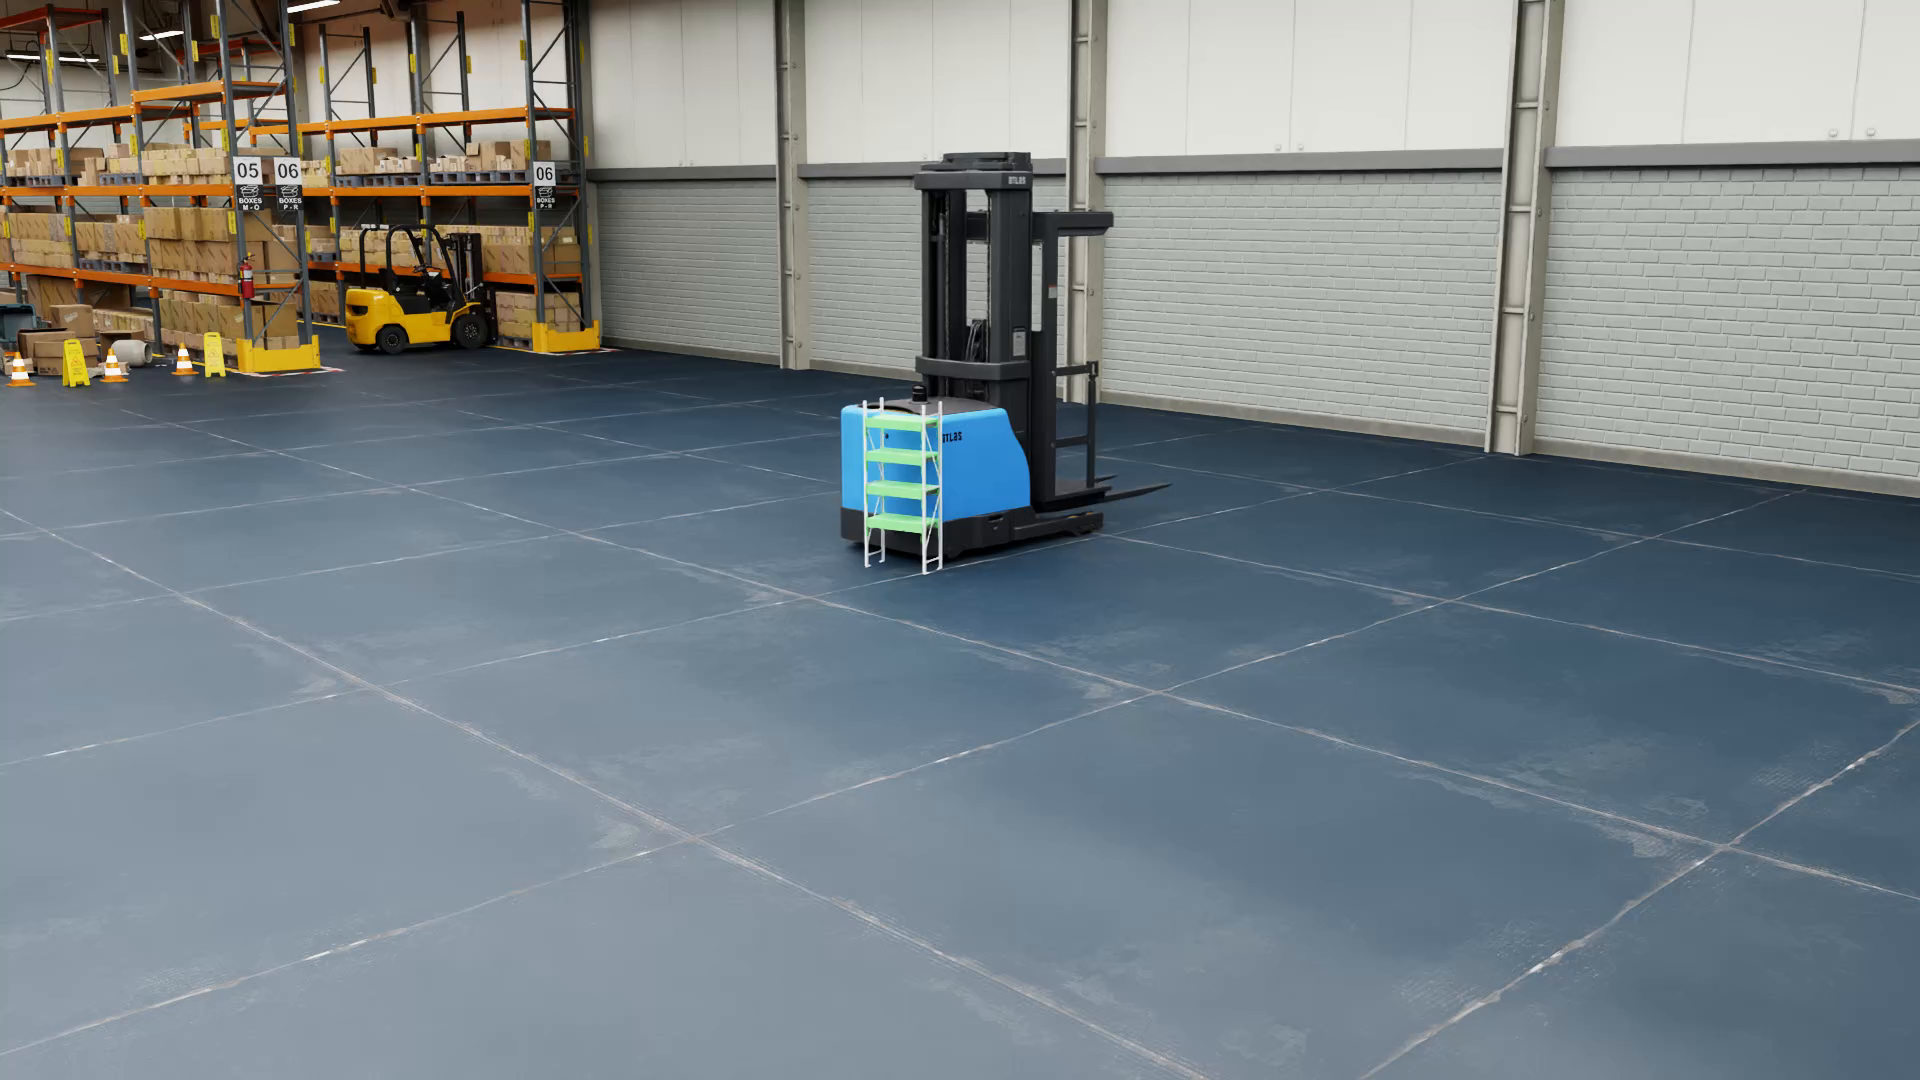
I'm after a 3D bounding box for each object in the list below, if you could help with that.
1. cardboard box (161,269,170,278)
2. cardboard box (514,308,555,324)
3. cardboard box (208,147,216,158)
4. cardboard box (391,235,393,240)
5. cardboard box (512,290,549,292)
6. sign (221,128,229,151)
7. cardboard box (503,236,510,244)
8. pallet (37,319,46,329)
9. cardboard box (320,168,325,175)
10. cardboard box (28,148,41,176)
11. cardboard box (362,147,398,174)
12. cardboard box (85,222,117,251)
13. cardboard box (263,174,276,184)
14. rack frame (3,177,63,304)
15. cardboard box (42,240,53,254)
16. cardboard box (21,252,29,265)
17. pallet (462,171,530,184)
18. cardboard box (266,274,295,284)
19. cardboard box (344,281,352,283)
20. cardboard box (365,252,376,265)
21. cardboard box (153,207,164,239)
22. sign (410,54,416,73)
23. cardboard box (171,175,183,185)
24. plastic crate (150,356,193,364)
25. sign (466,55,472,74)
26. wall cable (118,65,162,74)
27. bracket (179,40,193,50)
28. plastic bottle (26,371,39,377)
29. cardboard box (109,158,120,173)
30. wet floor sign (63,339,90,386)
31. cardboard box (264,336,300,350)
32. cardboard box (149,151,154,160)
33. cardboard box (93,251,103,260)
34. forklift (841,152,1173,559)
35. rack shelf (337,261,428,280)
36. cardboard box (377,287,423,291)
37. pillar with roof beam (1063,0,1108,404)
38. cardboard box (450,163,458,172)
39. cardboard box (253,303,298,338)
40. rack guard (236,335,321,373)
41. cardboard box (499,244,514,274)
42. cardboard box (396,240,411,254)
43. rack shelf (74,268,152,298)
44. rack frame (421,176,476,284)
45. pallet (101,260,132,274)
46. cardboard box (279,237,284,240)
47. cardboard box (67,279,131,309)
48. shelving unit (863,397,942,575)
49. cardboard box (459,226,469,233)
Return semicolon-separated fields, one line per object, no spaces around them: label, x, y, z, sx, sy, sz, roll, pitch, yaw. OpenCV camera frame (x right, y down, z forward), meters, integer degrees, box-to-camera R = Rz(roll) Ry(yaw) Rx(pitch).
cardboard box;-13.023;-4.435;27.627;0.380;0.149;0.250;-10;15;-41
cardboard box;-7.433;-3.918;29.030;0.500;0.250;0.500;-11;16;-43
cardboard box;-11.245;-5.917;25.411;0.380;0.149;0.250;-11;16;-43
cardboard box;-10.933;-5.939;32.447;0.380;0.149;0.250;-11;16;-42
cardboard box;-7.751;-4.379;30.028;0.500;0.250;0.500;-11;16;-43
sign;-10.873;-5.923;24.599;0.100;0.325;0.005;-11;16;-43
cardboard box;-7.808;-5.282;29.262;0.380;0.149;0.250;-11;16;-43
pallet;-18.157;-4.378;33.639;1.003;0.211;1.213;-11;16;-43
cardboard box;-12.979;-7.604;34.337;0.250;0.149;0.380;11;16;44
cardboard box;-17.409;-7.203;31.716;0.500;0.500;0.500;-11;16;-42
cardboard box;-11.368;-7.439;32.615;0.500;0.500;0.500;-10;16;-41
cardboard box;-15.474;-5.490;30.097;0.500;0.500;0.500;-10;15;-40
cardboard box;-10.452;-5.534;25.530;0.380;0.149;0.250;-11;16;-42
rack frame;-18.745;-5.846;33.853;1.000;3.000;0.127;-11;16;-43
cardboard box;-17.226;-5.615;31.865;0.500;0.250;0.500;11;16;44
cardboard box;-18.273;-5.596;33.012;0.500;0.250;0.500;11;16;44
pallet;-8.187;-6.498;29.801;1.003;0.211;1.213;-11;16;-43
cardboard box;-10.543;-4.050;25.758;0.380;0.149;0.250;-11;16;-42
cardboard box;-12.924;-5.441;35.432;0.380;0.149;0.250;-11;16;-42
cardboard box;-11.561;-5.634;33.195;0.500;0.250;0.500;11;16;43
cardboard box;-12.736;-5.191;27.210;0.700;0.500;0.500;-11;16;-42
sign;-10.017;-8.728;30.463;0.100;0.325;0.005;-11;16;-43
cardboard box;-12.355;-5.744;26.549;0.380;0.149;0.250;-11;16;-44
plastic crate;-12.729;-2.905;26.814;0.583;0.080;0.402;6;13;26
sign;-9.214;-8.918;31.188;0.100;0.325;0.005;-11;16;-43
wall cable;-20.892;-13.786;43.744;2.988;3.039;0.133;-11;16;-43
bracket;-19.100;-12.232;41.063;0.235;0.232;0.430;-11;16;-43
plastic bottle;-13.888;-2.478;24.788;0.283;0.061;0.133;6;13;26
cardboard box;-14.425;-6.494;28.895;0.500;0.250;0.500;-11;16;-42
wet floor sign;-12.516;-2.509;23.489;0.232;0.644;0.267;8;14;35
cardboard box;-10.815;-3.110;26.346;0.500;0.250;0.500;-11;16;-43
cardboard box;-13.038;-6.290;27.220;0.380;0.149;0.250;-10;15;-41
cardboard box;-15.391;-5.136;29.989;0.380;0.149;0.250;-11;16;-42
forklift;0.497;-1.530;13.073;3.031;2.935;1.130;-11;16;-43
rack shelf;-11.014;-5.310;33.035;1.077;0.370;4.000;-11;16;-43
cardboard box;-11.052;-4.712;33.191;0.625;0.625;0.875;11;16;43
pillar with roof beam;-1.526;-5.601;17.797;9.100;9.000;0.400;-11;16;-43
cardboard box;-9.012;-6.751;30.148;0.380;0.149;0.250;-10;15;-41
cardboard box;-10.832;-3.481;26.287;0.500;0.500;0.500;11;16;43
rack guard;-10.510;-2.881;25.658;1.175;0.500;0.348;-11;16;-43
cardboard box;-7.752;-4.948;29.247;0.500;0.500;0.500;-10;15;-41
cardboard box;-10.517;-5.652;32.045;0.500;0.250;0.500;11;16;44
rack shelf;-14.601;-4.618;29.675;1.077;0.370;4.000;-11;16;-43
rack frame;-9.633;-5.371;31.546;1.000;3.000;0.127;-11;16;-43
pallet;-14.586;-4.885;29.664;1.003;0.211;1.213;-11;16;-43
cardboard box;-14.476;-6.422;35.940;0.396;0.266;0.258;-10;15;-40
cardboard box;-16.399;-4.540;31.737;0.875;0.875;0.875;-11;16;-43
shelving unit;-0.406;-0.388;11.822;0.503;1.200;0.258;7;13;30
cardboard box;-8.896;-5.648;30.298;0.380;0.149;0.250;-11;16;-43
